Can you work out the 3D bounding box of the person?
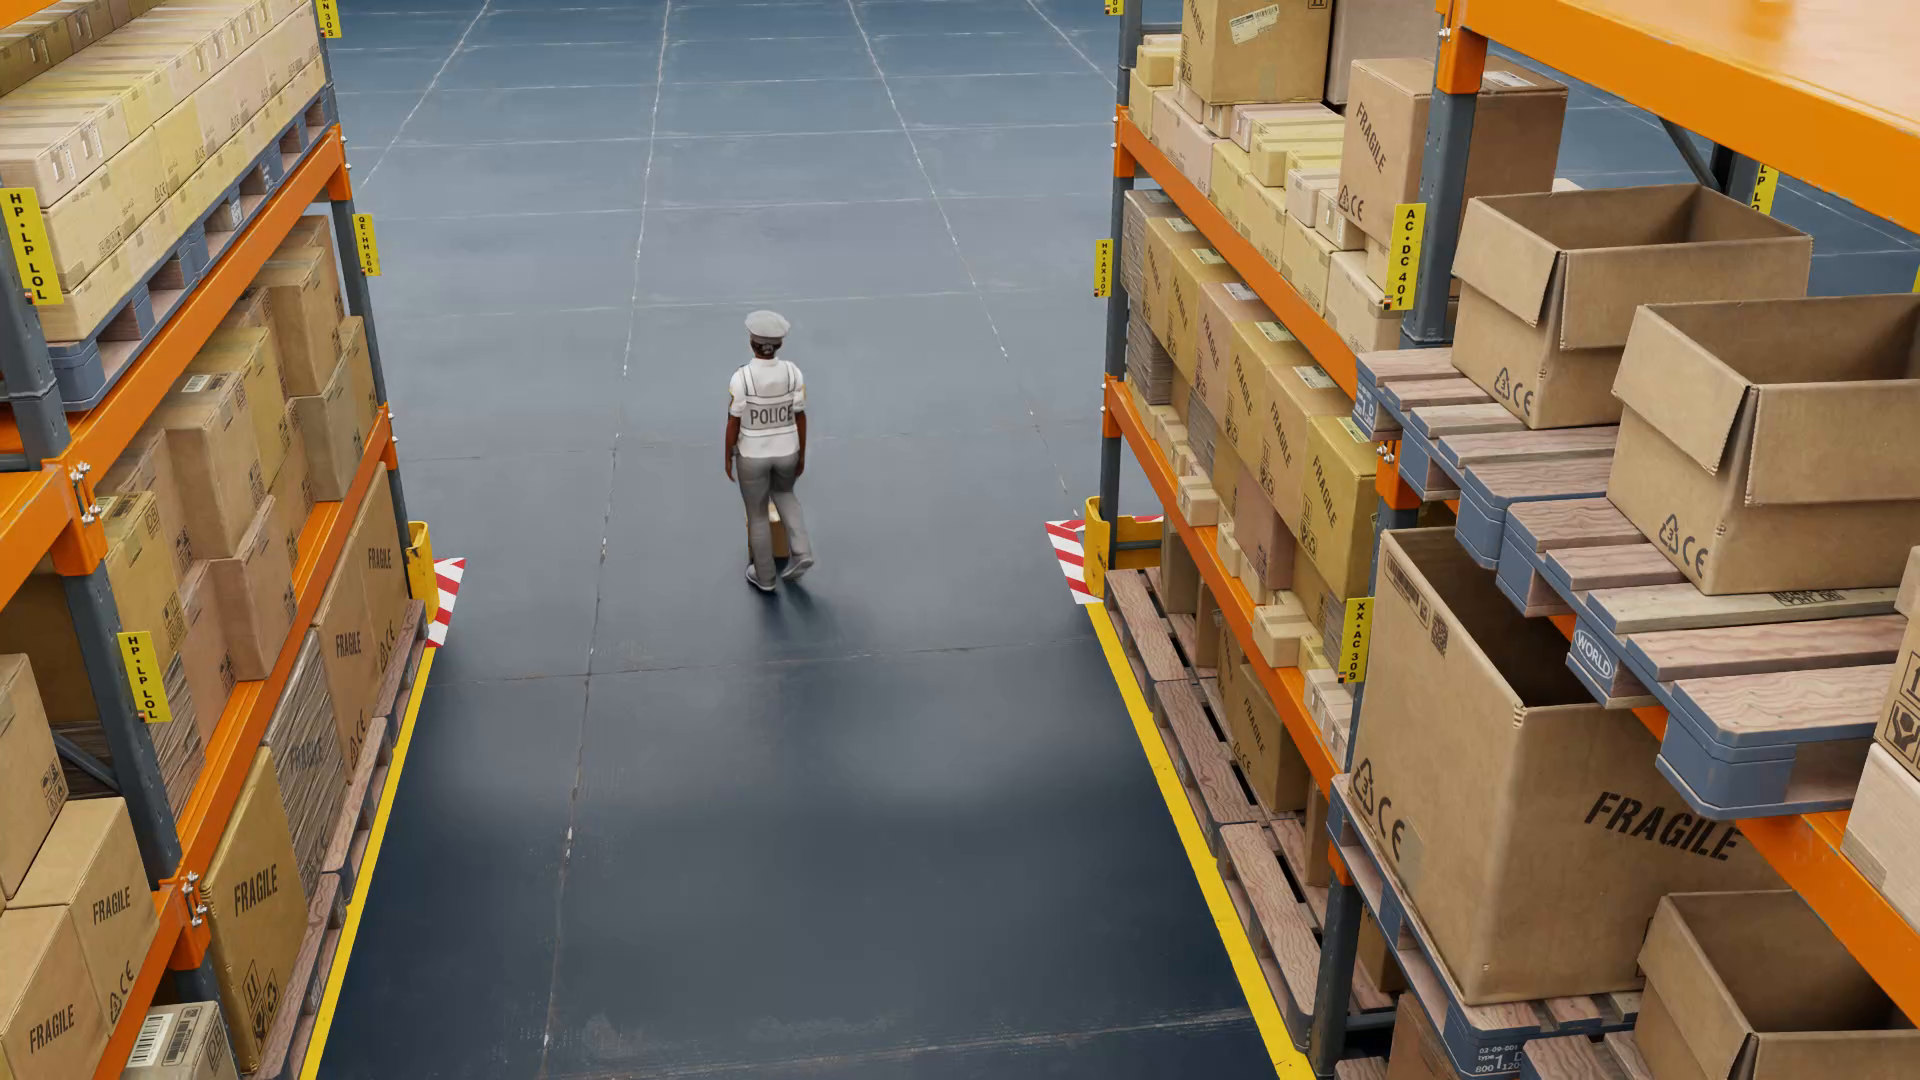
[{"bbox_3d":[-1.125,-0.497,9.558,0.465,1.683,0.421,-13,30,-23],"label":"person"}]
